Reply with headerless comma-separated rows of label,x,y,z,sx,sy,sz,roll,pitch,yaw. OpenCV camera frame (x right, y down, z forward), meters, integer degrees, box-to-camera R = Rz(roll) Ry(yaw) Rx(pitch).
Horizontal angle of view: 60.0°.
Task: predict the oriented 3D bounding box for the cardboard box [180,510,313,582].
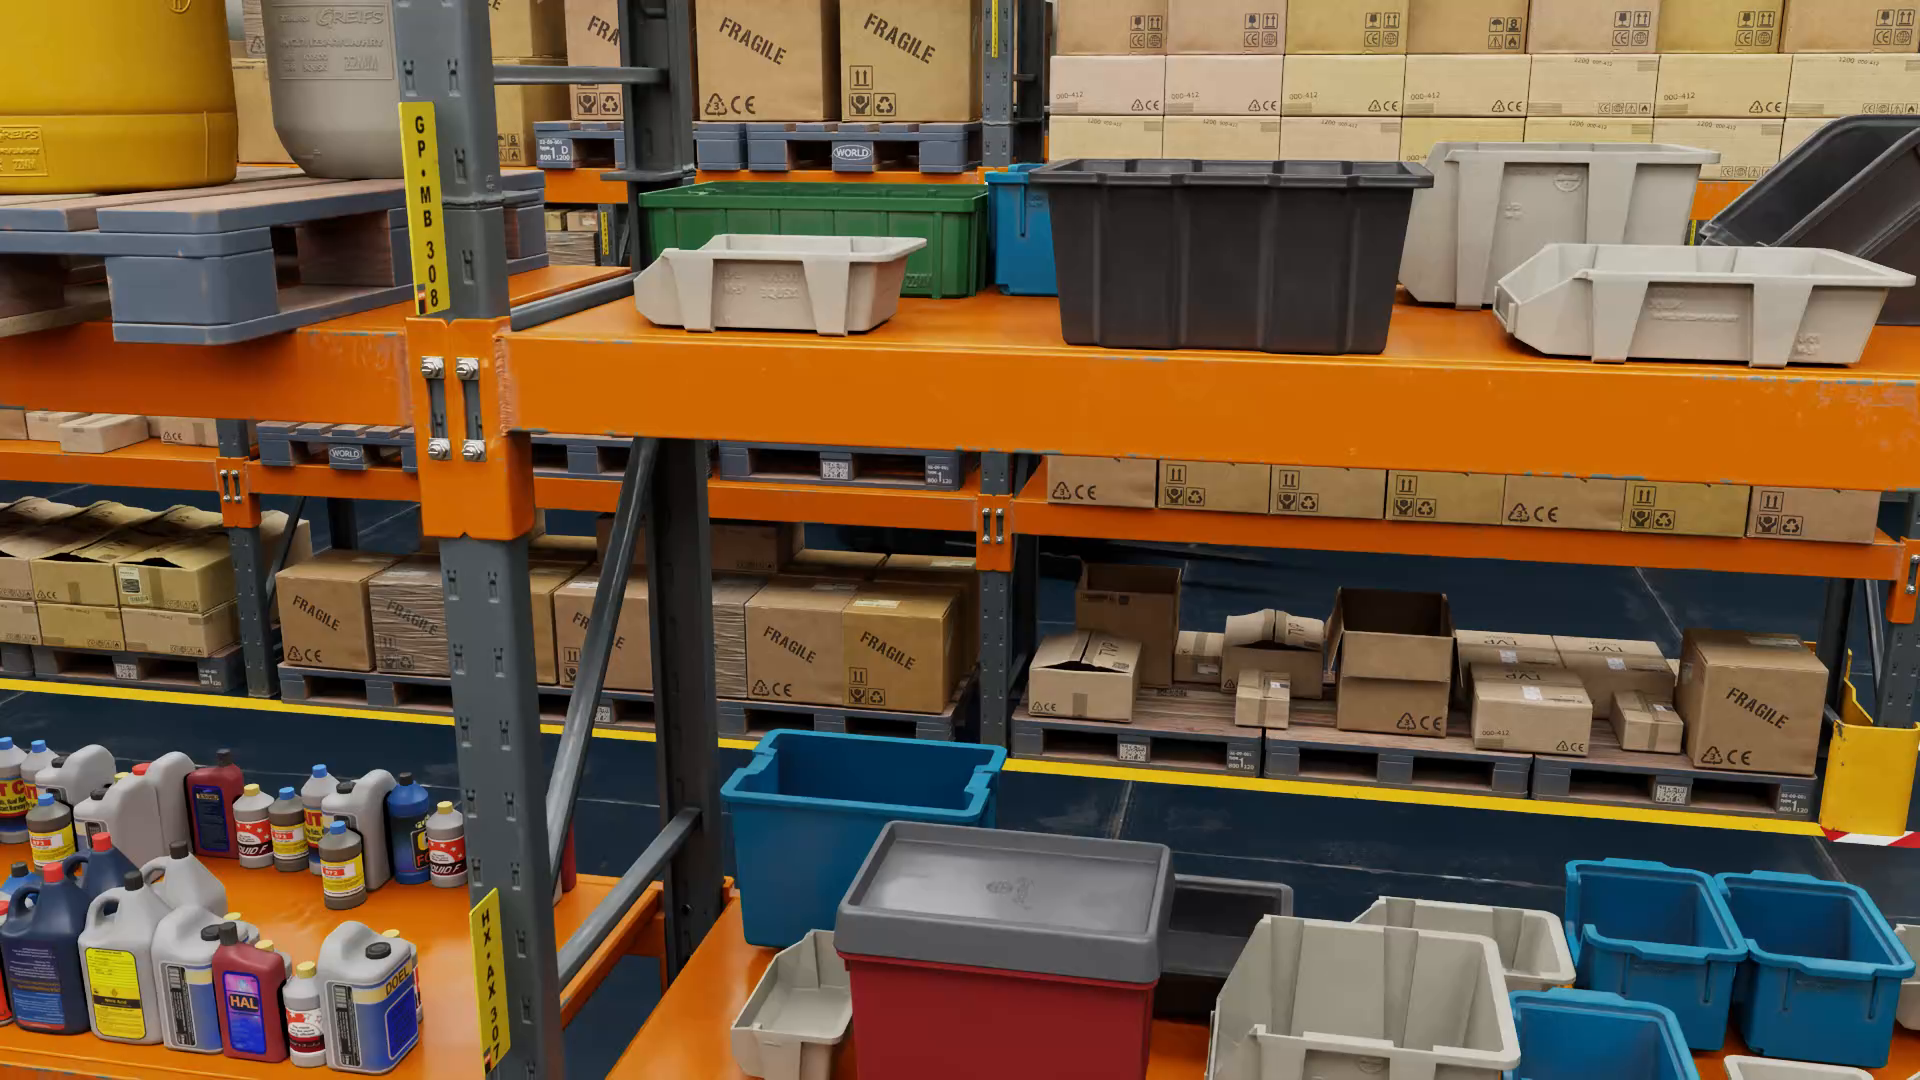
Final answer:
cardboard box,-4.116,0.023,9.602,0.500,0.311,0.500,4,16,13

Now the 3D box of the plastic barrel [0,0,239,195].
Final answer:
plastic barrel,-1.667,-0.950,3.045,0.600,0.588,0.600,0,15,0

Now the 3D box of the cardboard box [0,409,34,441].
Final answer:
cardboard box,-5.309,-0.858,9.282,0.500,0.500,0.500,2,16,8

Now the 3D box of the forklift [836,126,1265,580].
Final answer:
forklift,0.690,-1.308,11.222,3.031,2.935,1.130,7,17,23

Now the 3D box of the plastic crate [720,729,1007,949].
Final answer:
plastic crate,-0.207,0.698,3.769,0.575,0.384,0.392,3,16,11

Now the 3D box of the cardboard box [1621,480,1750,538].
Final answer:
cardboard box,3.176,-0.326,7.364,0.500,0.500,0.500,3,16,12

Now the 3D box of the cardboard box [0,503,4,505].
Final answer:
cardboard box,-6.127,-0.085,9.993,0.500,0.311,0.500,3,16,11

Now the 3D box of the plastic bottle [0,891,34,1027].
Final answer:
plastic bottle,-2.035,0.861,3.497,0.135,0.276,0.152,3,16,11

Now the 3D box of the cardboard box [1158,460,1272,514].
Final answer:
cardboard box,1.206,-0.435,7.756,0.500,0.500,0.500,3,16,12

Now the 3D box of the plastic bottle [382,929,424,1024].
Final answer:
plastic bottle,-1.176,0.910,3.461,0.097,0.201,0.097,0,15,0

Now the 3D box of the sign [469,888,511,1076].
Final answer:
sign,-0.843,0.794,2.987,0.005,0.325,0.100,3,16,11

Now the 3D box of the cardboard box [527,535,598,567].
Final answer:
cardboard box,-2.191,0.284,9.205,0.500,0.500,0.500,3,16,9

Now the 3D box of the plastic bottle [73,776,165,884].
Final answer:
plastic bottle,-2.047,0.710,4.042,0.135,0.276,0.152,3,16,11

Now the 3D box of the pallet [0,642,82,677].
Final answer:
pallet,-5.652,0.500,9.792,1.213,0.211,1.003,3,16,11

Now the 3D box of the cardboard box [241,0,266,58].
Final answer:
cardboard box,-3.235,-2.675,8.351,0.500,0.500,0.500,3,16,11

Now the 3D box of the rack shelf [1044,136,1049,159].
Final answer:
rack shelf,-0.718,-3.013,12.979,4.000,0.370,1.077,3,16,11

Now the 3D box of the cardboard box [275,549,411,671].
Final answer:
cardboard box,-3.272,0.367,8.906,0.500,0.500,0.500,4,16,13

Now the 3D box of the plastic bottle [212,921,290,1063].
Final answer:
plastic bottle,-1.418,0.903,3.330,0.133,0.283,0.061,3,16,11

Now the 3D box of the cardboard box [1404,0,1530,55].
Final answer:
cardboard box,2.216,-2.396,7.343,0.500,0.500,0.700,3,16,11

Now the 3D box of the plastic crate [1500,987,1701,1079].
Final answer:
plastic crate,1.124,1.006,2.941,0.300,0.233,0.416,3,16,11

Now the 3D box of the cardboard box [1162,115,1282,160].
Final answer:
cardboard box,1.175,-1.767,7.413,0.500,0.250,0.500,3,16,11

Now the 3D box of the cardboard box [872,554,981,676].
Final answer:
cardboard box,-0.167,0.392,8.818,0.500,0.500,0.500,2,16,9

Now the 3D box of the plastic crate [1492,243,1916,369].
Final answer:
plastic crate,1.113,-0.367,2.572,0.530,0.136,0.437,3,16,11

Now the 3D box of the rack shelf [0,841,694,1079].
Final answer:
rack shelf,-2.692,1.024,4.023,4.000,0.370,1.077,3,16,11

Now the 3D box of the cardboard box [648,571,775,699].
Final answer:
cardboard box,-1.256,0.474,8.519,0.500,0.500,0.500,3,16,12

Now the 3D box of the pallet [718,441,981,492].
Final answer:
pallet,-0.503,-0.490,8.502,1.213,0.211,1.003,3,16,11

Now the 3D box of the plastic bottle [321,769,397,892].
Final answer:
plastic bottle,-1.468,0.700,4.078,0.135,0.276,0.152,3,16,11

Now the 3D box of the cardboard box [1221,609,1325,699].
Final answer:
cardboard box,1.609,0.568,8.535,0.500,0.311,0.500,3,16,11

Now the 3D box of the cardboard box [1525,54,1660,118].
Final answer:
cardboard box,2.645,-1.928,7.058,0.500,0.250,0.500,3,16,11

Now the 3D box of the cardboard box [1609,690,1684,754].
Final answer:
cardboard box,3.218,0.845,7.806,0.250,0.166,0.380,3,16,11

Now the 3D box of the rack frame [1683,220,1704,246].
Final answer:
rack frame,5.162,-1.595,12.131,0.127,3.000,1.000,3,16,11

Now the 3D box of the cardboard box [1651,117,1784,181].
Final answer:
cardboard box,3.135,-1.660,7.027,0.500,0.250,0.500,3,16,11

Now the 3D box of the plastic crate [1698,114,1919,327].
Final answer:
plastic crate,1.745,-0.572,2.935,0.767,0.338,0.504,3,16,11

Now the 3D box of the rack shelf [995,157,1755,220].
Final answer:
rack shelf,2.219,-1.504,7.531,4.000,0.370,1.077,3,16,11

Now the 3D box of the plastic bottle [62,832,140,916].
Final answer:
plastic bottle,-1.850,0.797,3.589,0.185,0.351,0.144,3,16,11

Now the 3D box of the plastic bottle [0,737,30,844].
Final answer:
plastic bottle,-2.448,0.642,4.298,0.097,0.271,0.097,0,15,0

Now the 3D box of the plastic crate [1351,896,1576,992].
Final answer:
plastic crate,1.034,0.896,3.519,0.466,0.136,0.293,3,16,11

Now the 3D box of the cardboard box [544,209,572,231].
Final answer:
cardboard box,-3.340,-2.617,13.594,0.250,0.149,0.380,0,15,2

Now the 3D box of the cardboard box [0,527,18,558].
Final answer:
cardboard box,-5.719,0.084,9.384,0.500,0.311,0.500,4,16,13

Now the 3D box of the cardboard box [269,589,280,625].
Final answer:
cardboard box,-4.116,0.294,9.677,0.500,0.250,0.500,3,16,11

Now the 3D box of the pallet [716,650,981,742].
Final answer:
pallet,-0.546,0.799,8.713,1.213,0.211,1.003,3,16,11

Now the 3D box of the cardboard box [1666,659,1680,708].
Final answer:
cardboard box,3.592,0.729,8.224,0.250,0.166,0.380,3,16,11

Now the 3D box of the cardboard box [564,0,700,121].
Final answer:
cardboard box,-1.528,-2.372,8.157,0.600,0.600,0.600,2,16,9

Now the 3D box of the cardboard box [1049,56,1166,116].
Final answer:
cardboard box,0.686,-2.035,7.445,0.500,0.250,0.500,3,16,11

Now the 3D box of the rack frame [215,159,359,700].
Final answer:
rack frame,-3.661,-0.724,8.988,0.127,3.000,1.000,3,16,11

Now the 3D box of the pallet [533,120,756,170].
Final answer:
pallet,-1.383,-1.974,8.232,1.003,0.211,1.213,3,16,11
